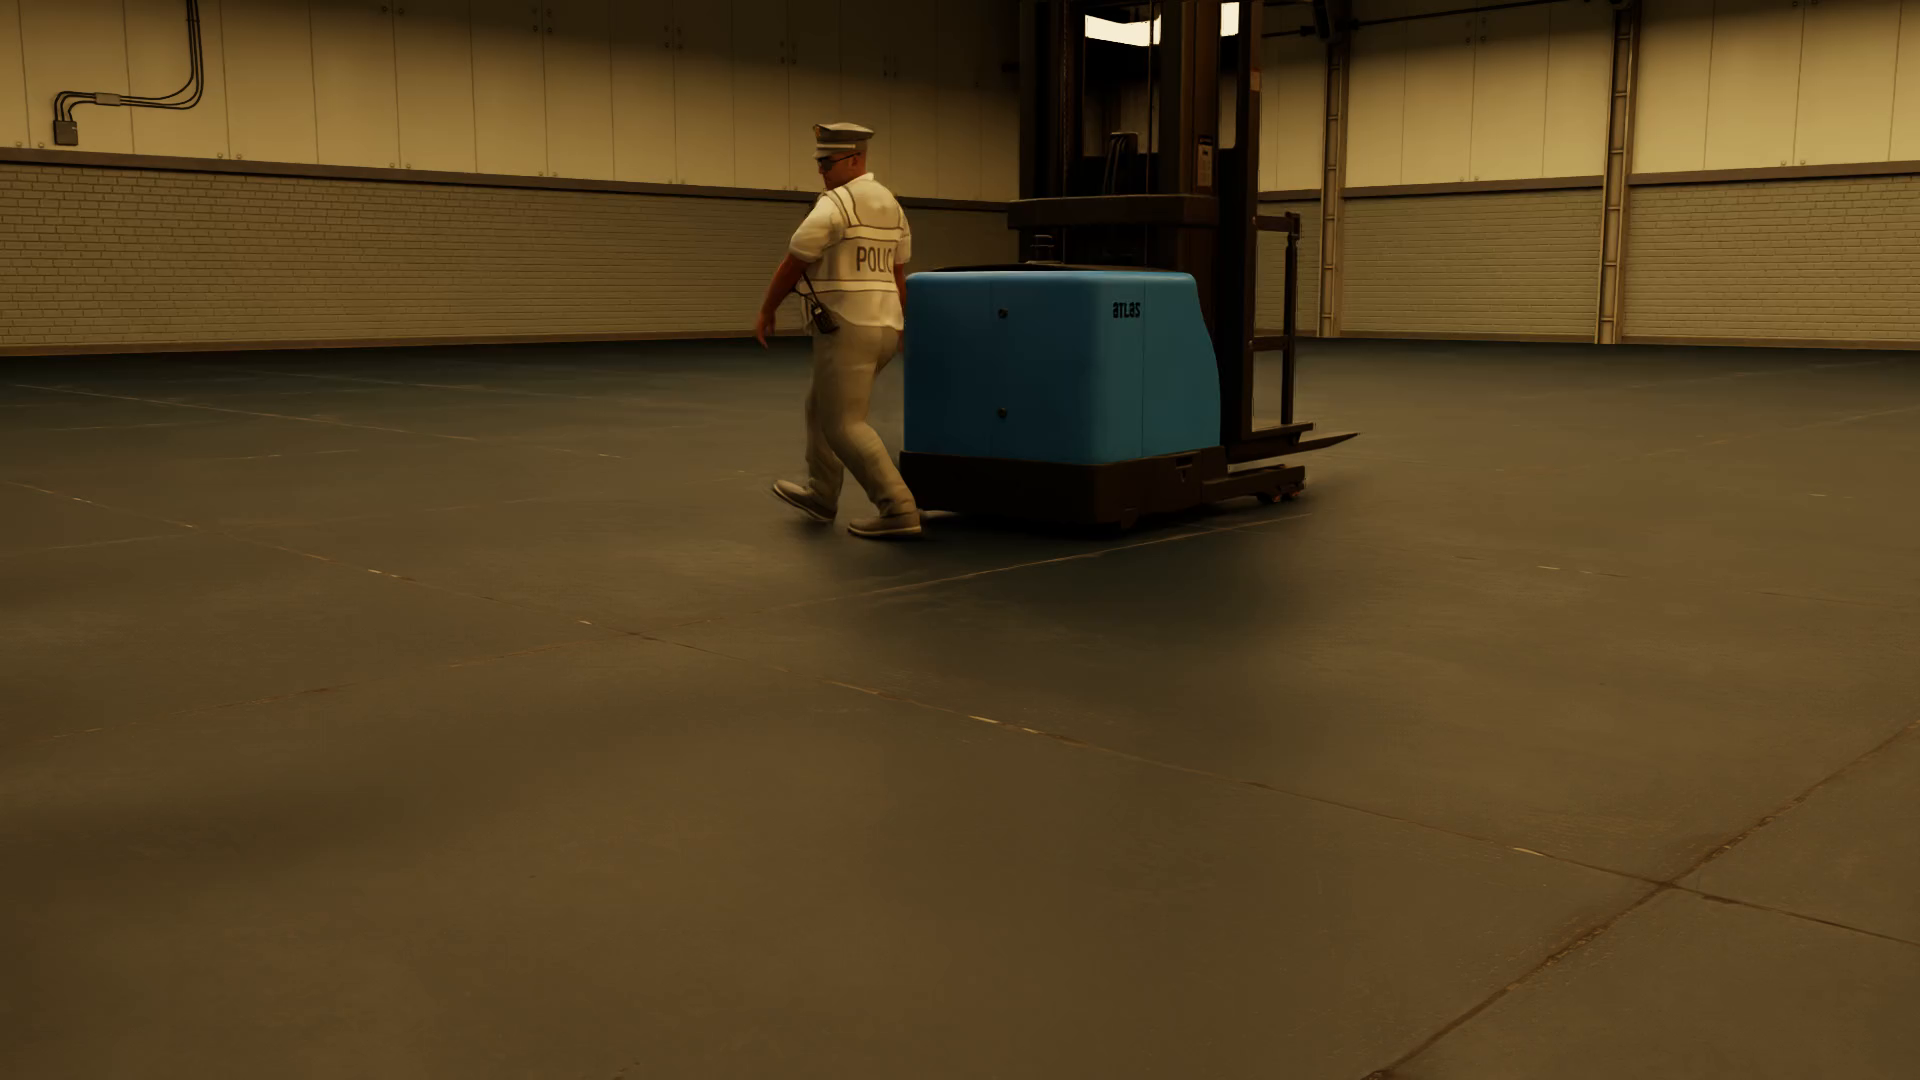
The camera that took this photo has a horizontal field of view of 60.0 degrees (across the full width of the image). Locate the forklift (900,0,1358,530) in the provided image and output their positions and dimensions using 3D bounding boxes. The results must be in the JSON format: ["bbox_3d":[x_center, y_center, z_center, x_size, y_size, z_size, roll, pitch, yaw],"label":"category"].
[{"bbox_3d":[1.018,-1.663,7.916,1.130,2.935,3.031,6,11,36],"label":"forklift"}]

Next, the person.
[{"bbox_3d":[-0.480,-0.871,6.942,0.881,1.681,0.693,4,9,23],"label":"person"}]
